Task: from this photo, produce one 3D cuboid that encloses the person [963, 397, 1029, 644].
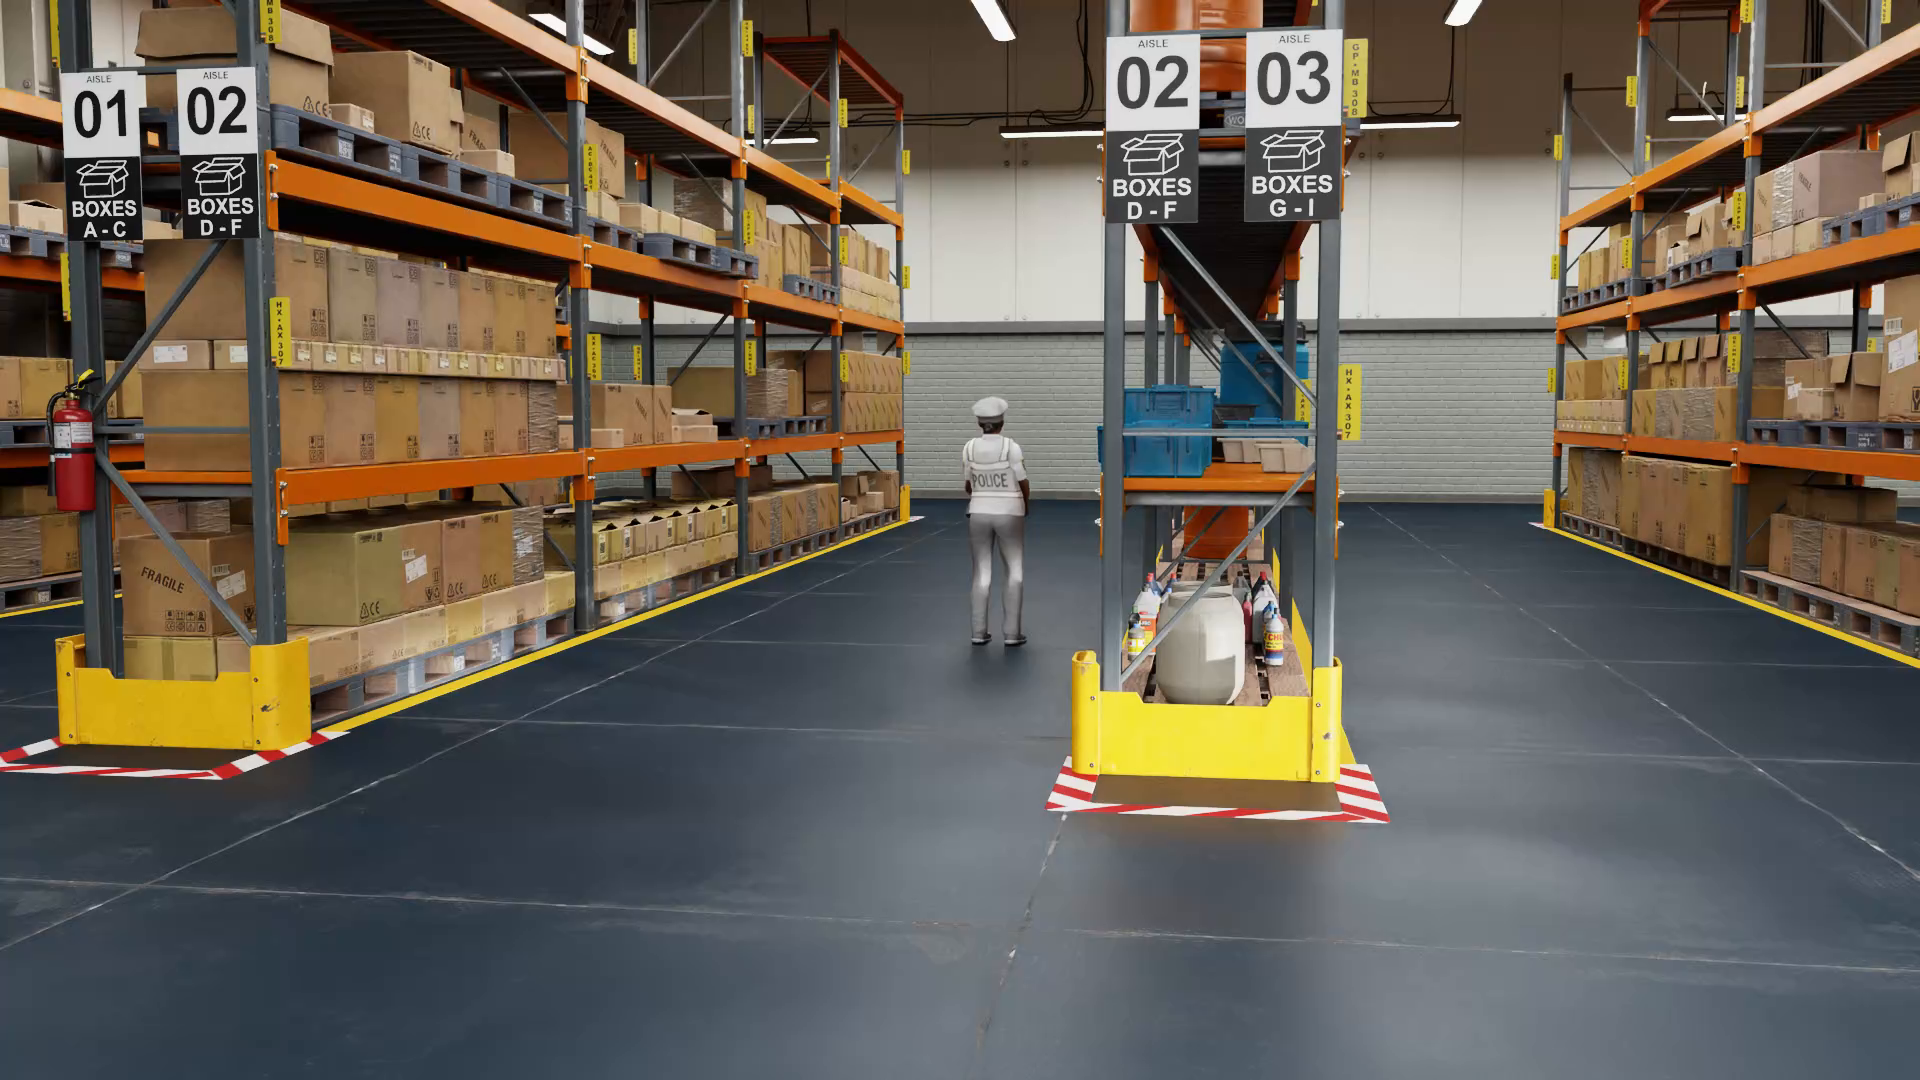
[{"bbox_3d":[0.265,-0.138,11.435,0.450,1.690,0.532,1,5,17],"label":"person"}]
